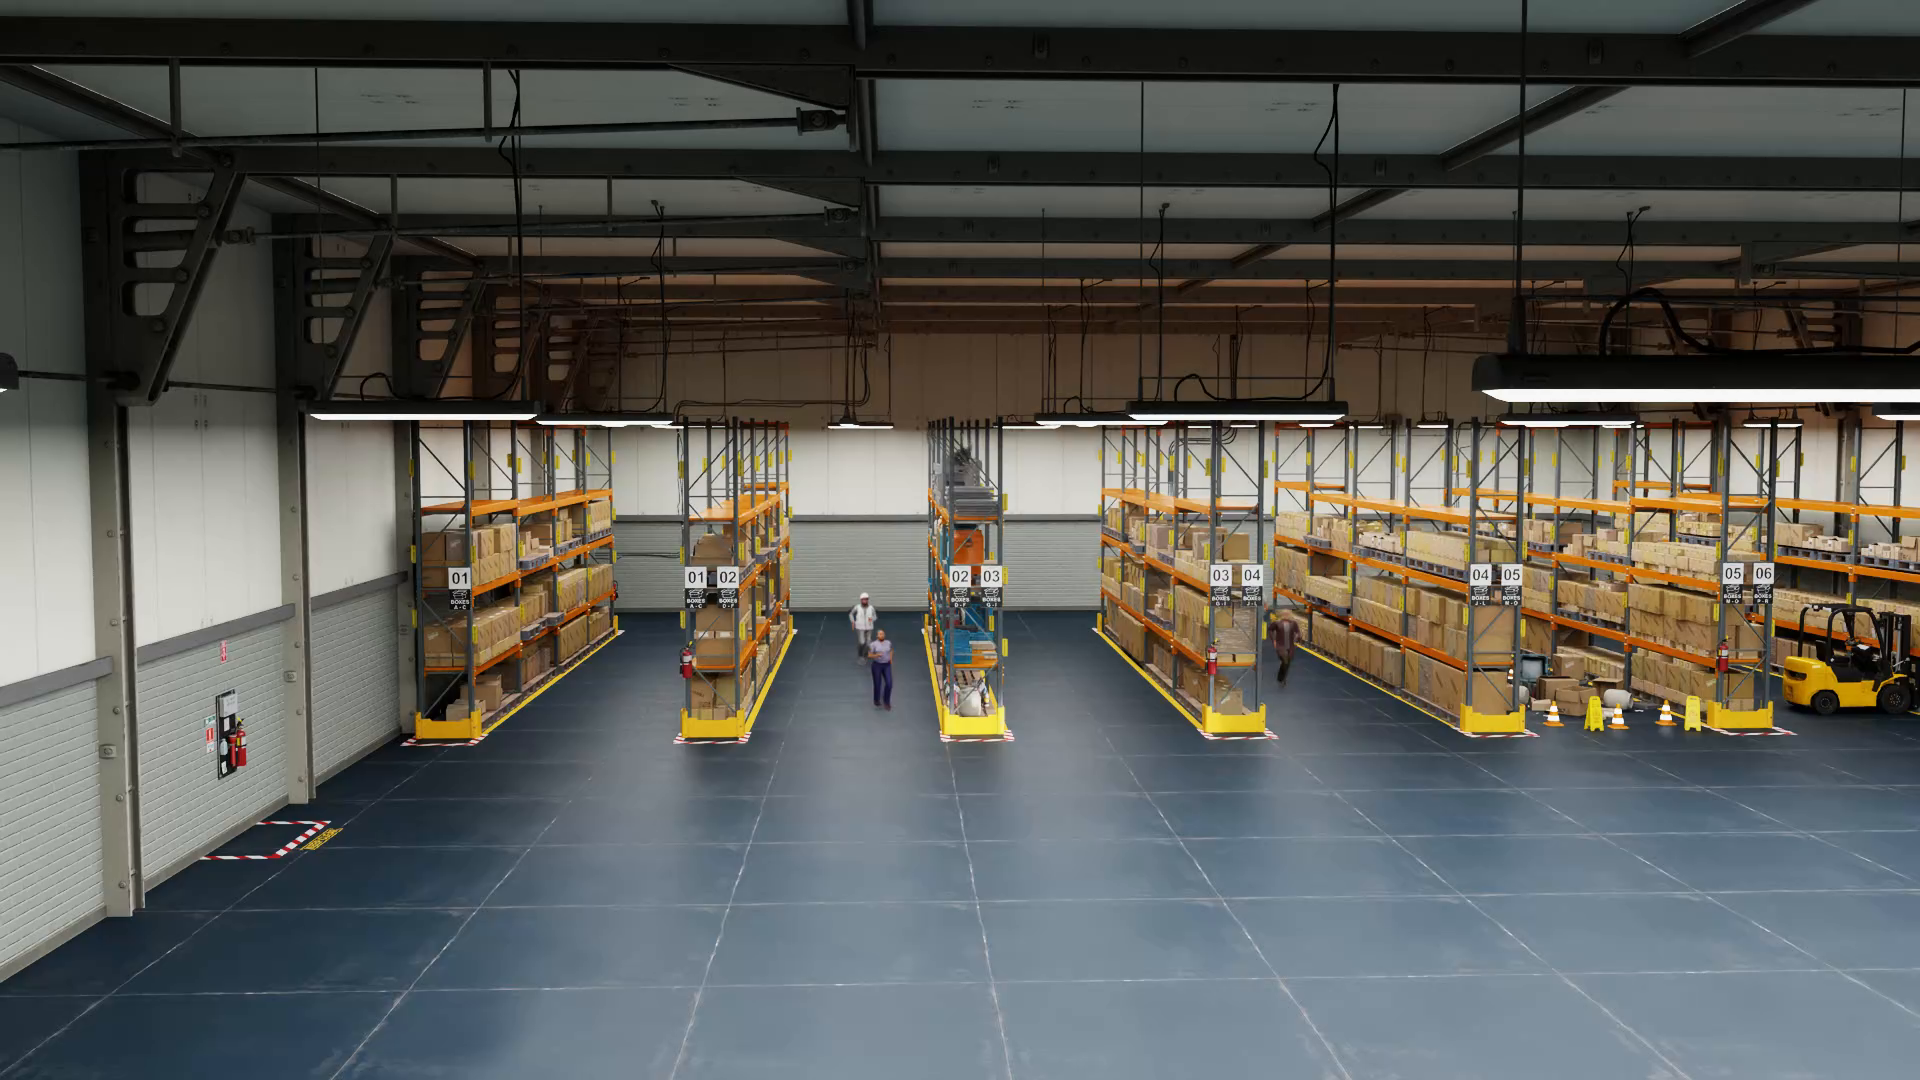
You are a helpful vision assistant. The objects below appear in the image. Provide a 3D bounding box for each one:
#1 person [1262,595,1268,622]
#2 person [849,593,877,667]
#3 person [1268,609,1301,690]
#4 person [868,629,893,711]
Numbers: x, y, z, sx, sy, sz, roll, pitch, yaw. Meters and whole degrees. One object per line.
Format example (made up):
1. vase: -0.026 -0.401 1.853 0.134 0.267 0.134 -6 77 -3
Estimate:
1. person: 7.778 2.004 43.688 0.656 1.739 0.651 0 4 -3
2. person: -2.337 2.196 40.611 0.624 1.797 0.721 -1 4 -18
3. person: 7.246 2.443 36.966 0.670 1.821 0.787 -1 4 -9
4. person: -1.612 2.678 34.247 0.587 1.696 0.691 -1 4 -14
